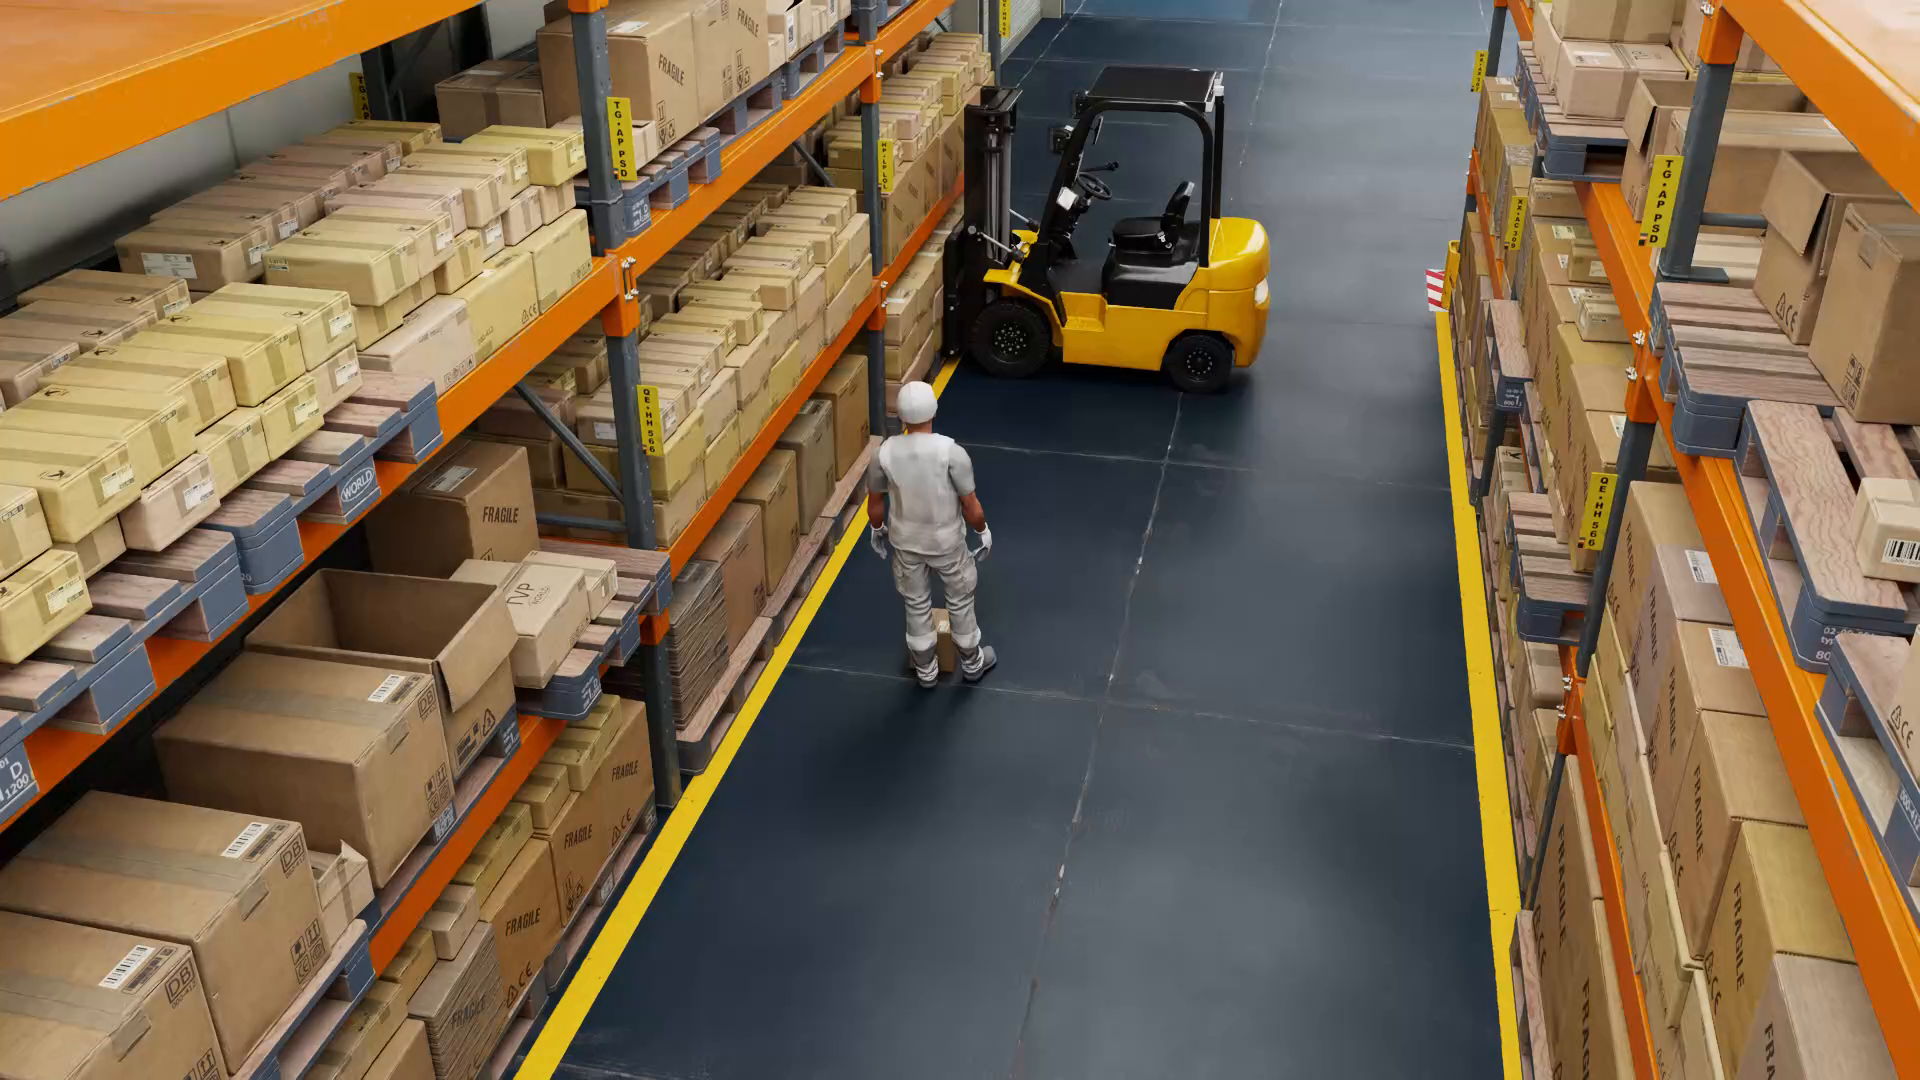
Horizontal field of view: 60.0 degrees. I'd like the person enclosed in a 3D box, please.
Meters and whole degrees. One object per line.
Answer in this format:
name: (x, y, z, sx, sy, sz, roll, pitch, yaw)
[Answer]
person: (-0.141, -0.041, 8.653, 0.638, 1.789, 0.563, 6, 29, 11)
